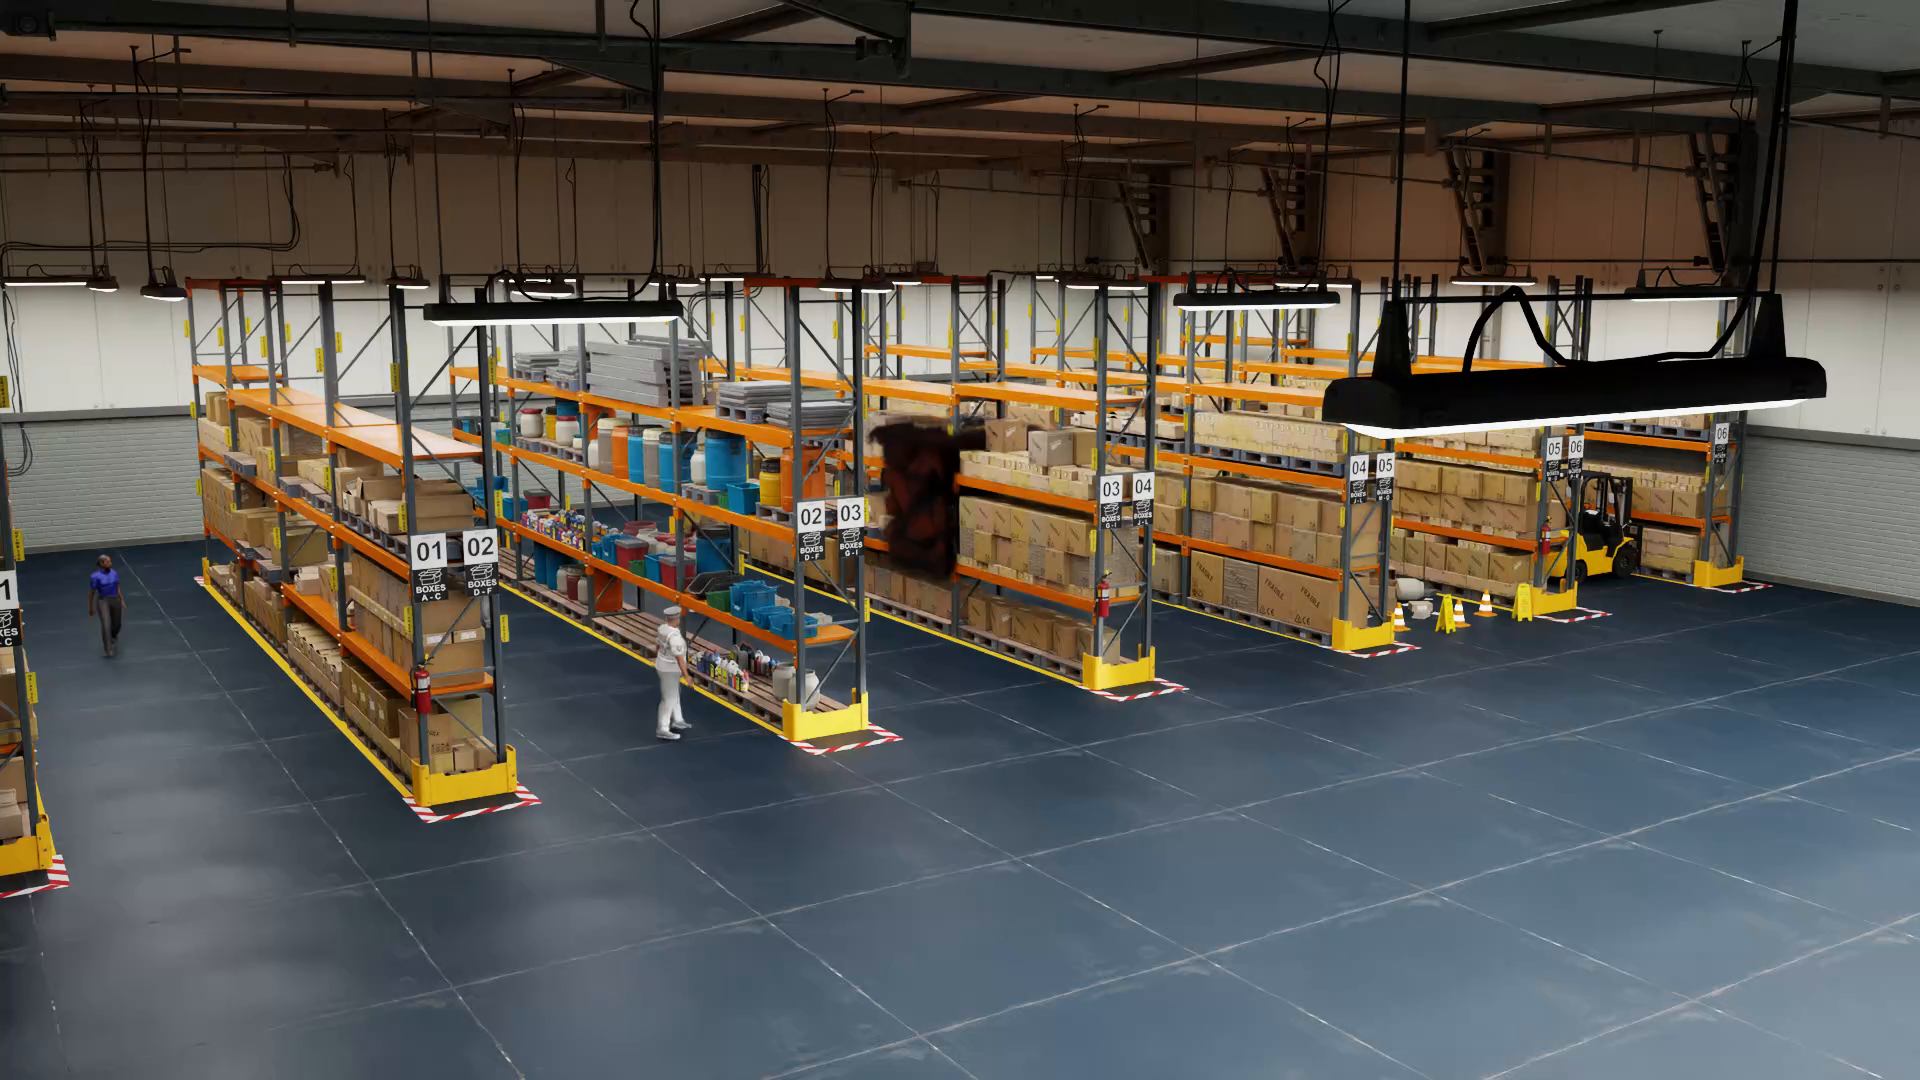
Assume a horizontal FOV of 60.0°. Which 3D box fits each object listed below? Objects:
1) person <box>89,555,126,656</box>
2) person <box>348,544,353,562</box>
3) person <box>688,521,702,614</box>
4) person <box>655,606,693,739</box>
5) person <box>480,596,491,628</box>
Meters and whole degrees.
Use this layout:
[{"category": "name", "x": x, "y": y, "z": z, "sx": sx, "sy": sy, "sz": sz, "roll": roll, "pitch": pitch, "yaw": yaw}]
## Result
[{"category": "person", "x": -13.884, "y": 1.024, "z": 27.039, "sx": 0.533, "sy": 1.609, "sz": 0.951, "roll": -7, "pitch": 12, "yaw": -38}, {"category": "person", "x": -12.609, "y": -0.268, "z": 34.679, "sx": 0.554, "sy": 1.701, "sz": 0.422, "roll": 1, "pitch": 10, "yaw": 8}, {"category": "person", "x": -4.697, "y": 0.487, "z": 30.012, "sx": 0.404, "sy": 1.674, "sz": 0.501, "roll": -7, "pitch": 12, "yaw": -36}, {"category": "person", "x": -3.846, "y": 1.765, "z": 22.329, "sx": 0.597, "sy": 1.781, "sz": 0.692, "roll": -4, "pitch": 10, "yaw": -21}, {"category": "person", "x": -8.302, "y": 0.687, "z": 28.902, "sx": 0.554, "sy": 1.669, "sz": 0.507, "roll": -4, "pitch": 11, "yaw": -25}]
